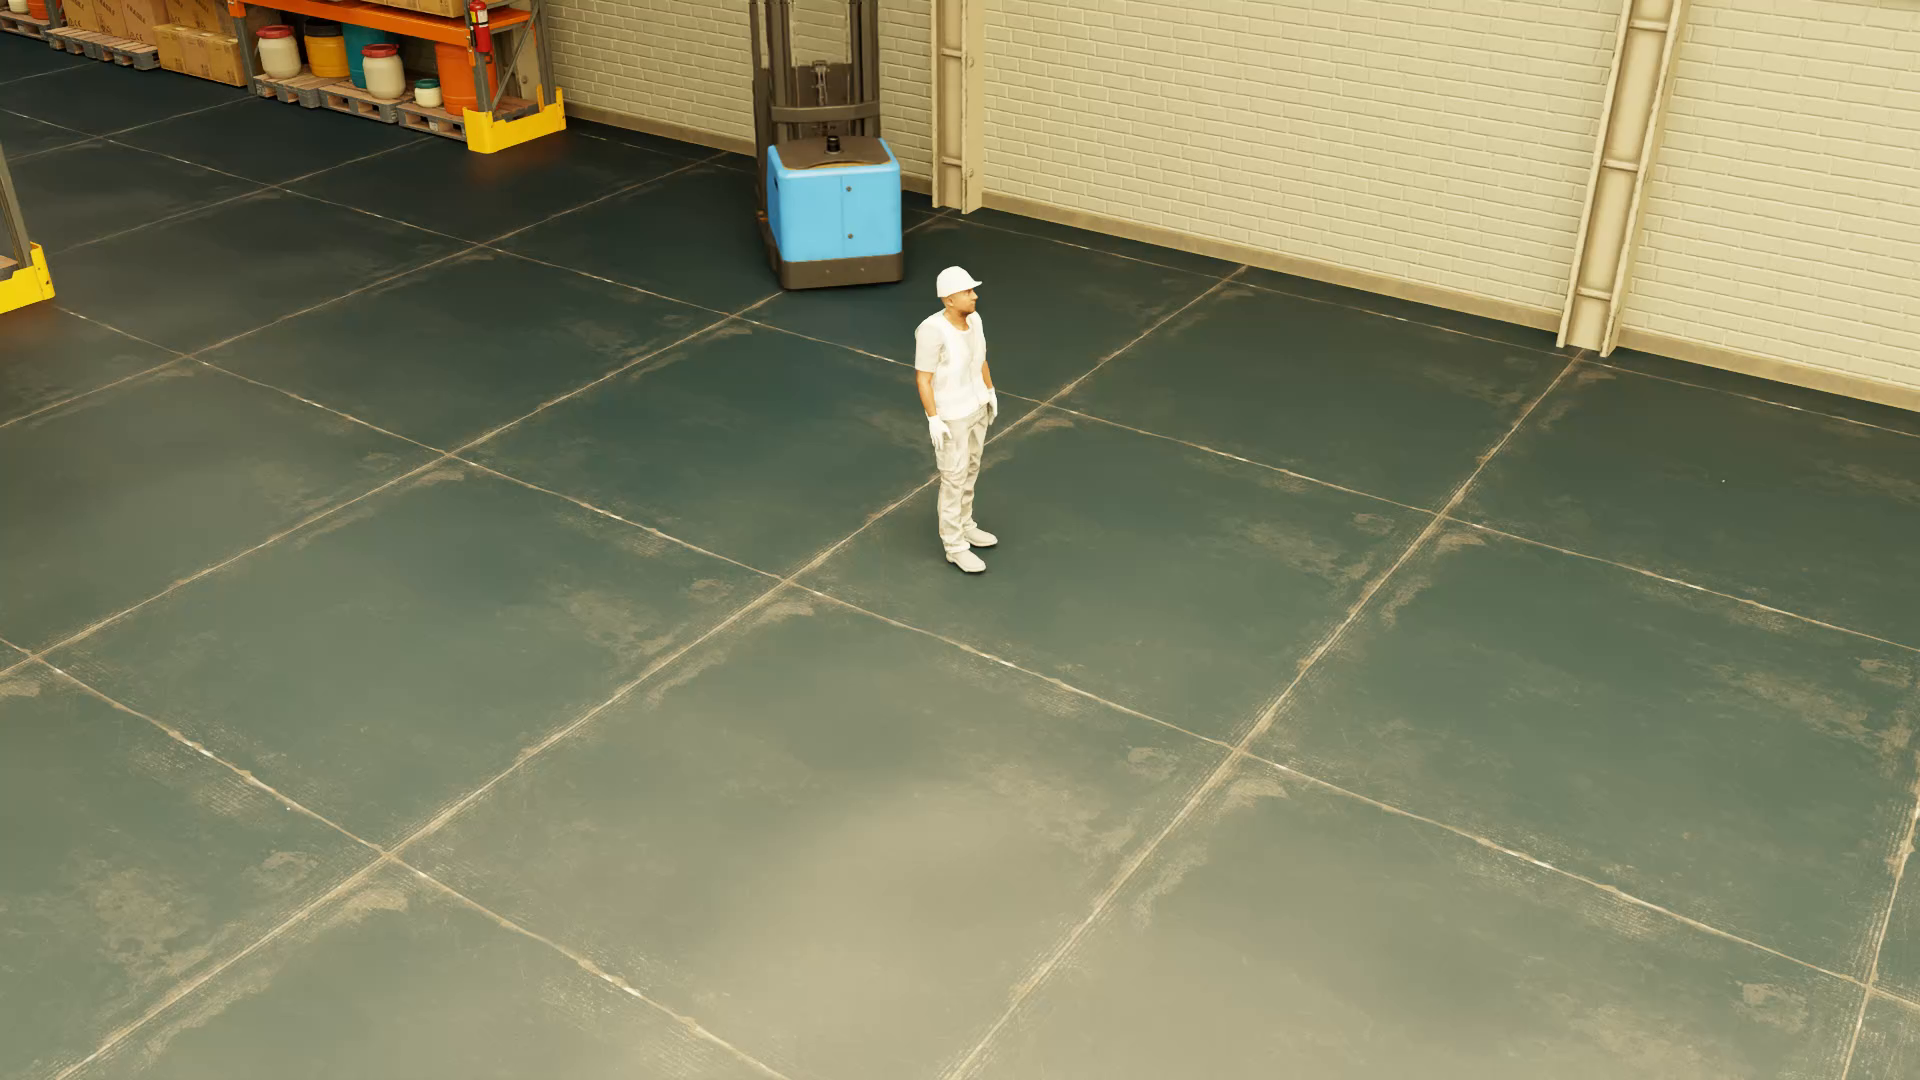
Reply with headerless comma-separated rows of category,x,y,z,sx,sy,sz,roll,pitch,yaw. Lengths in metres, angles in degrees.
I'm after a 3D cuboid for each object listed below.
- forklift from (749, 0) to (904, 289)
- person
forklift,-1.296,-4.102,14.646,1.130,2.935,3.031,-6,31,-11
person,0.056,-0.753,10.008,0.575,1.784,0.656,19,35,29
